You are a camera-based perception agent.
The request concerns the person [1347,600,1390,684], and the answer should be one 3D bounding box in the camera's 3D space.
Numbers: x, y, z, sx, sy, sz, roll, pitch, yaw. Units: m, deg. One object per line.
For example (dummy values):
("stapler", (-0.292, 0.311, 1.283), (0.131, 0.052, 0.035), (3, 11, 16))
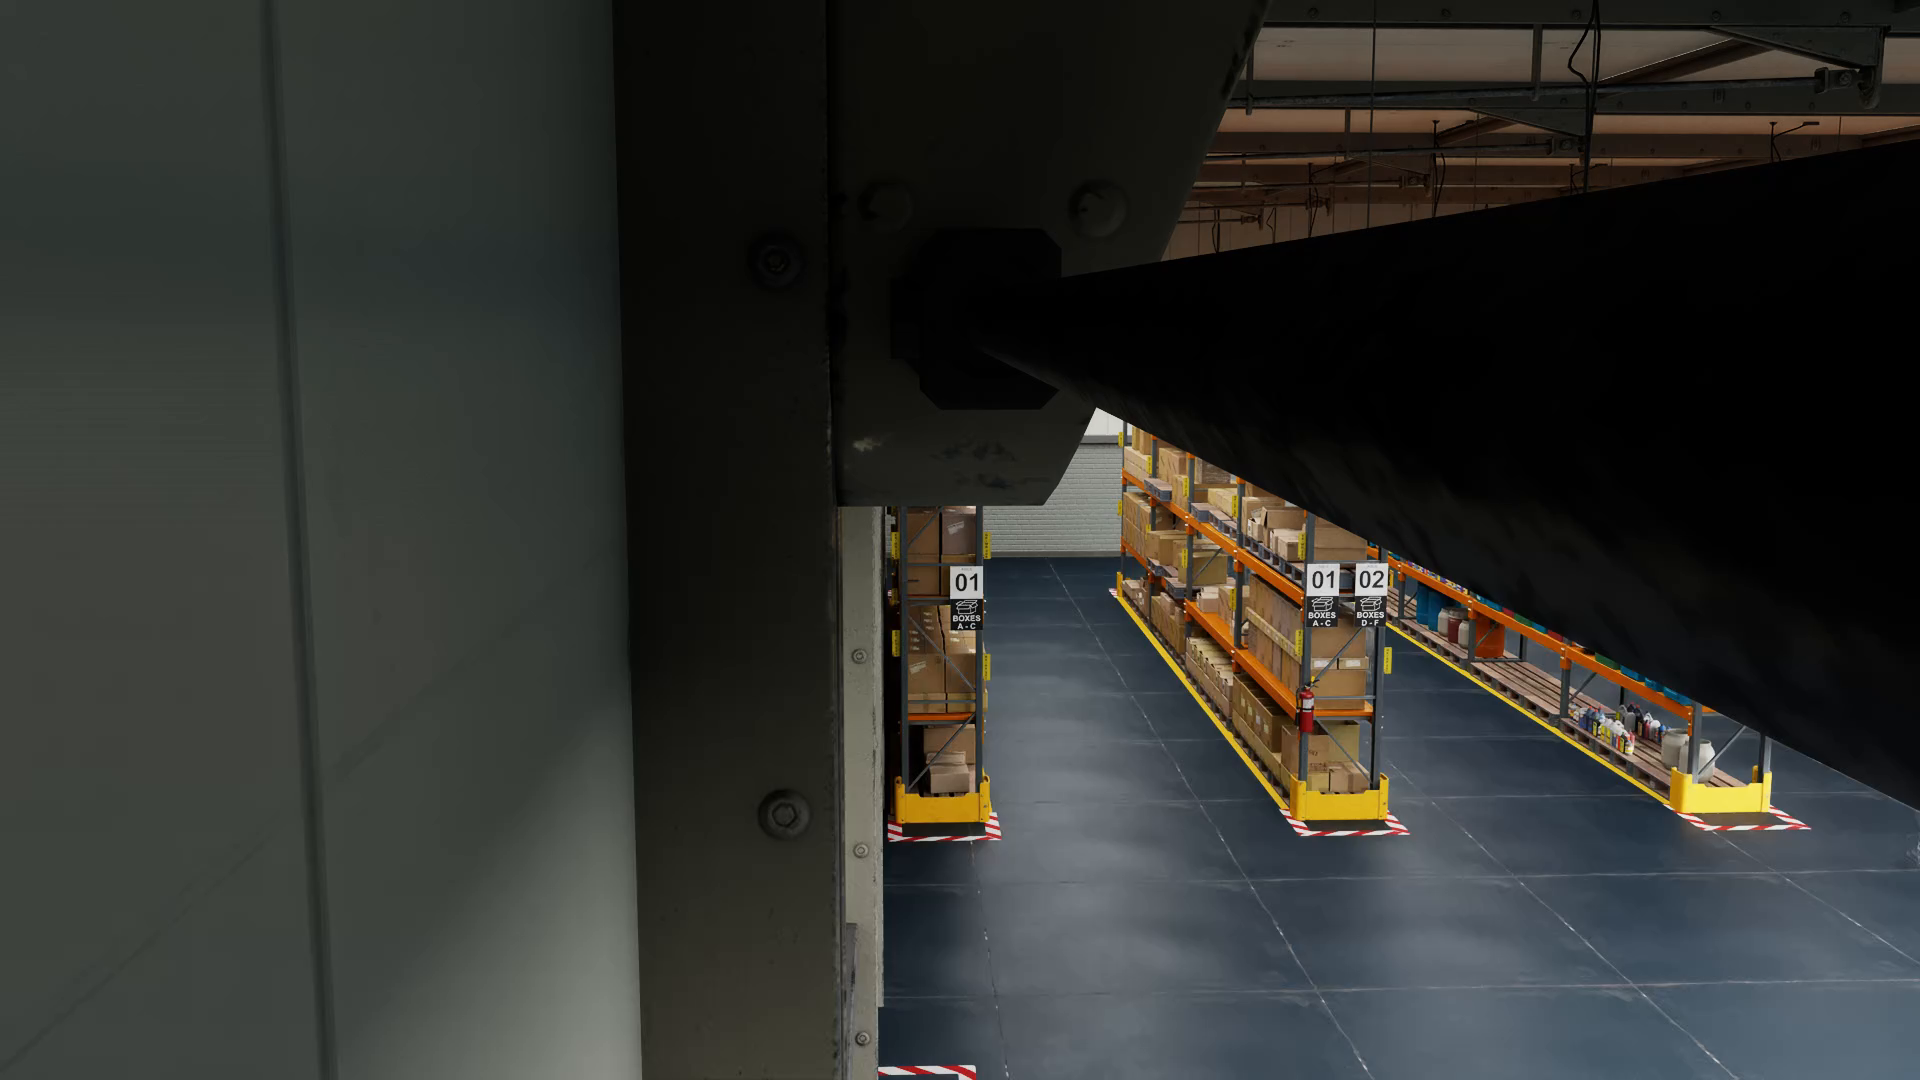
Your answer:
("person", (6.969, 1.475, 28.271), (0.667, 1.819, 0.817), (-1, 8, -9))
